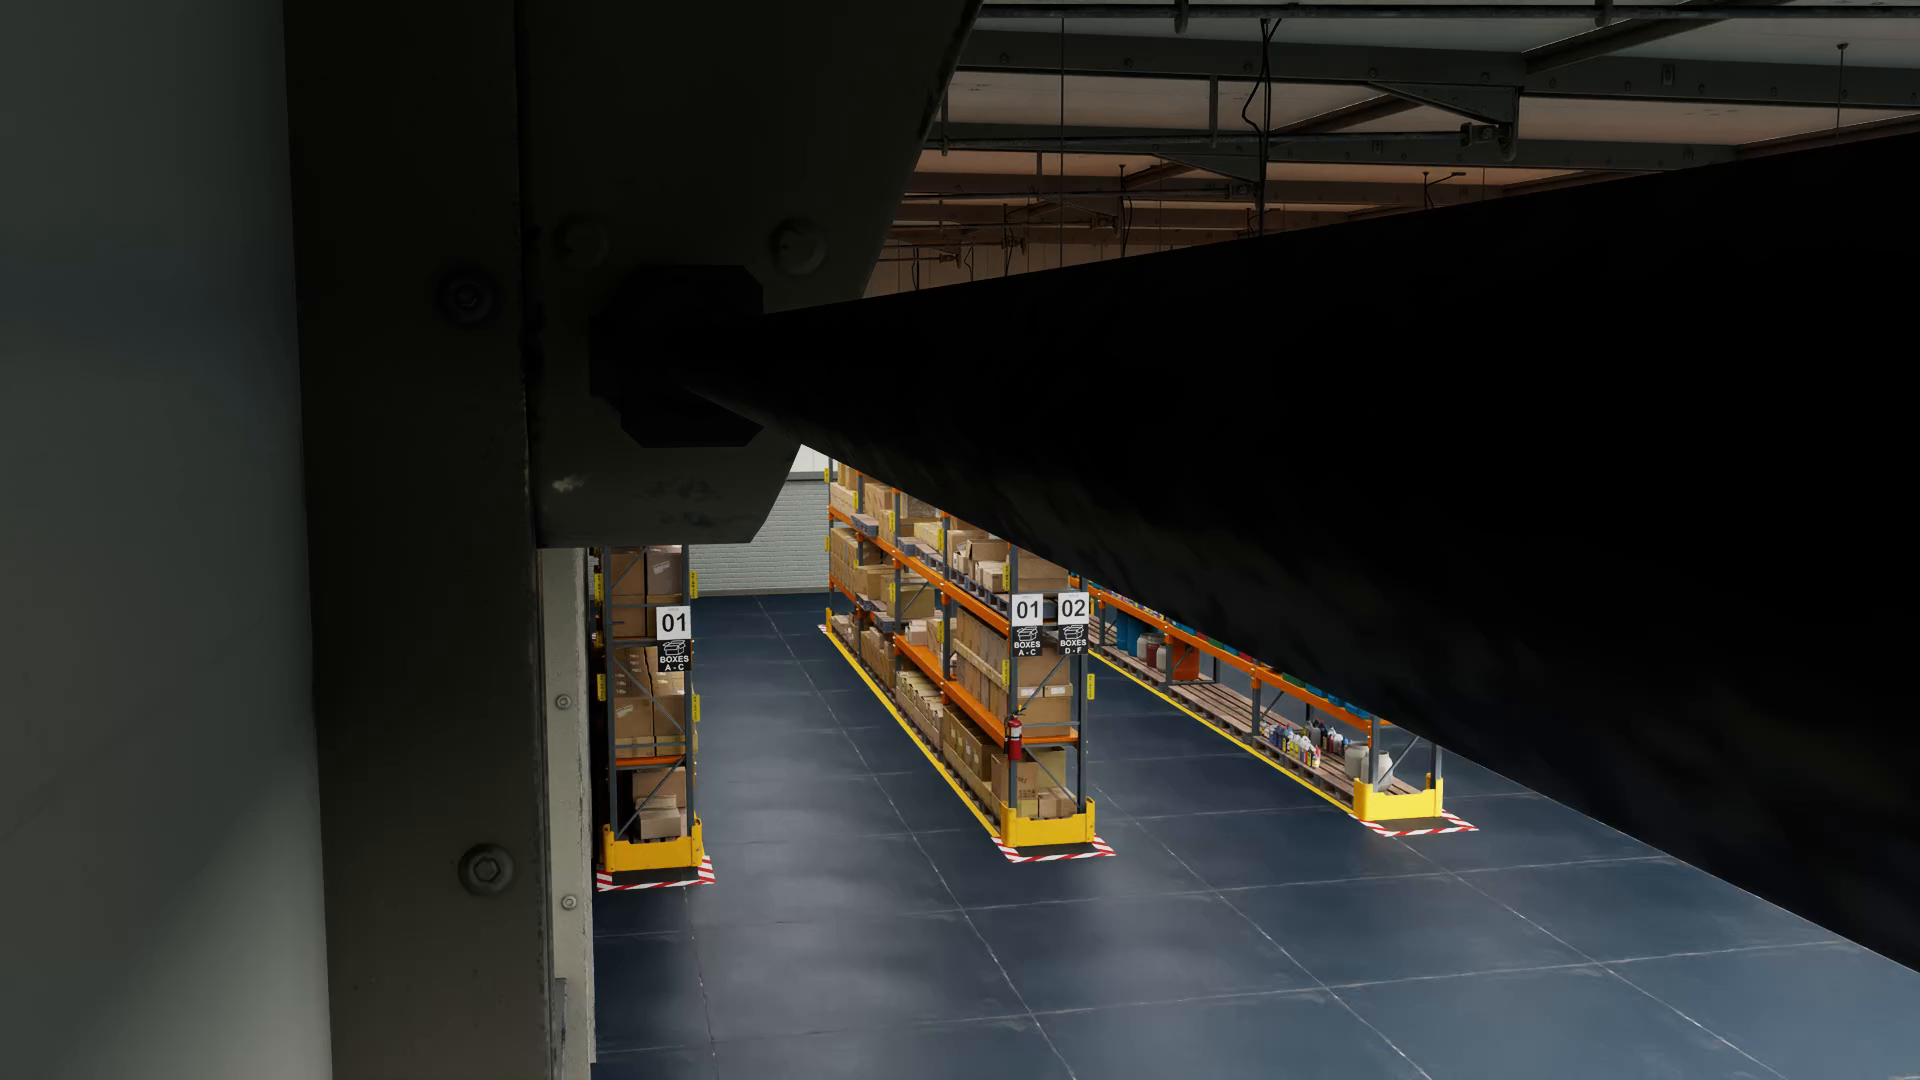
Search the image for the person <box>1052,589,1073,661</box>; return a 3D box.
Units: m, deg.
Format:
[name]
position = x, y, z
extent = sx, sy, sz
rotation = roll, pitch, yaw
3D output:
[person]
position = 2.017, 1.700, 31.667
extent = 0.712, 1.631, 0.811
rotation = -1, 7, -10
